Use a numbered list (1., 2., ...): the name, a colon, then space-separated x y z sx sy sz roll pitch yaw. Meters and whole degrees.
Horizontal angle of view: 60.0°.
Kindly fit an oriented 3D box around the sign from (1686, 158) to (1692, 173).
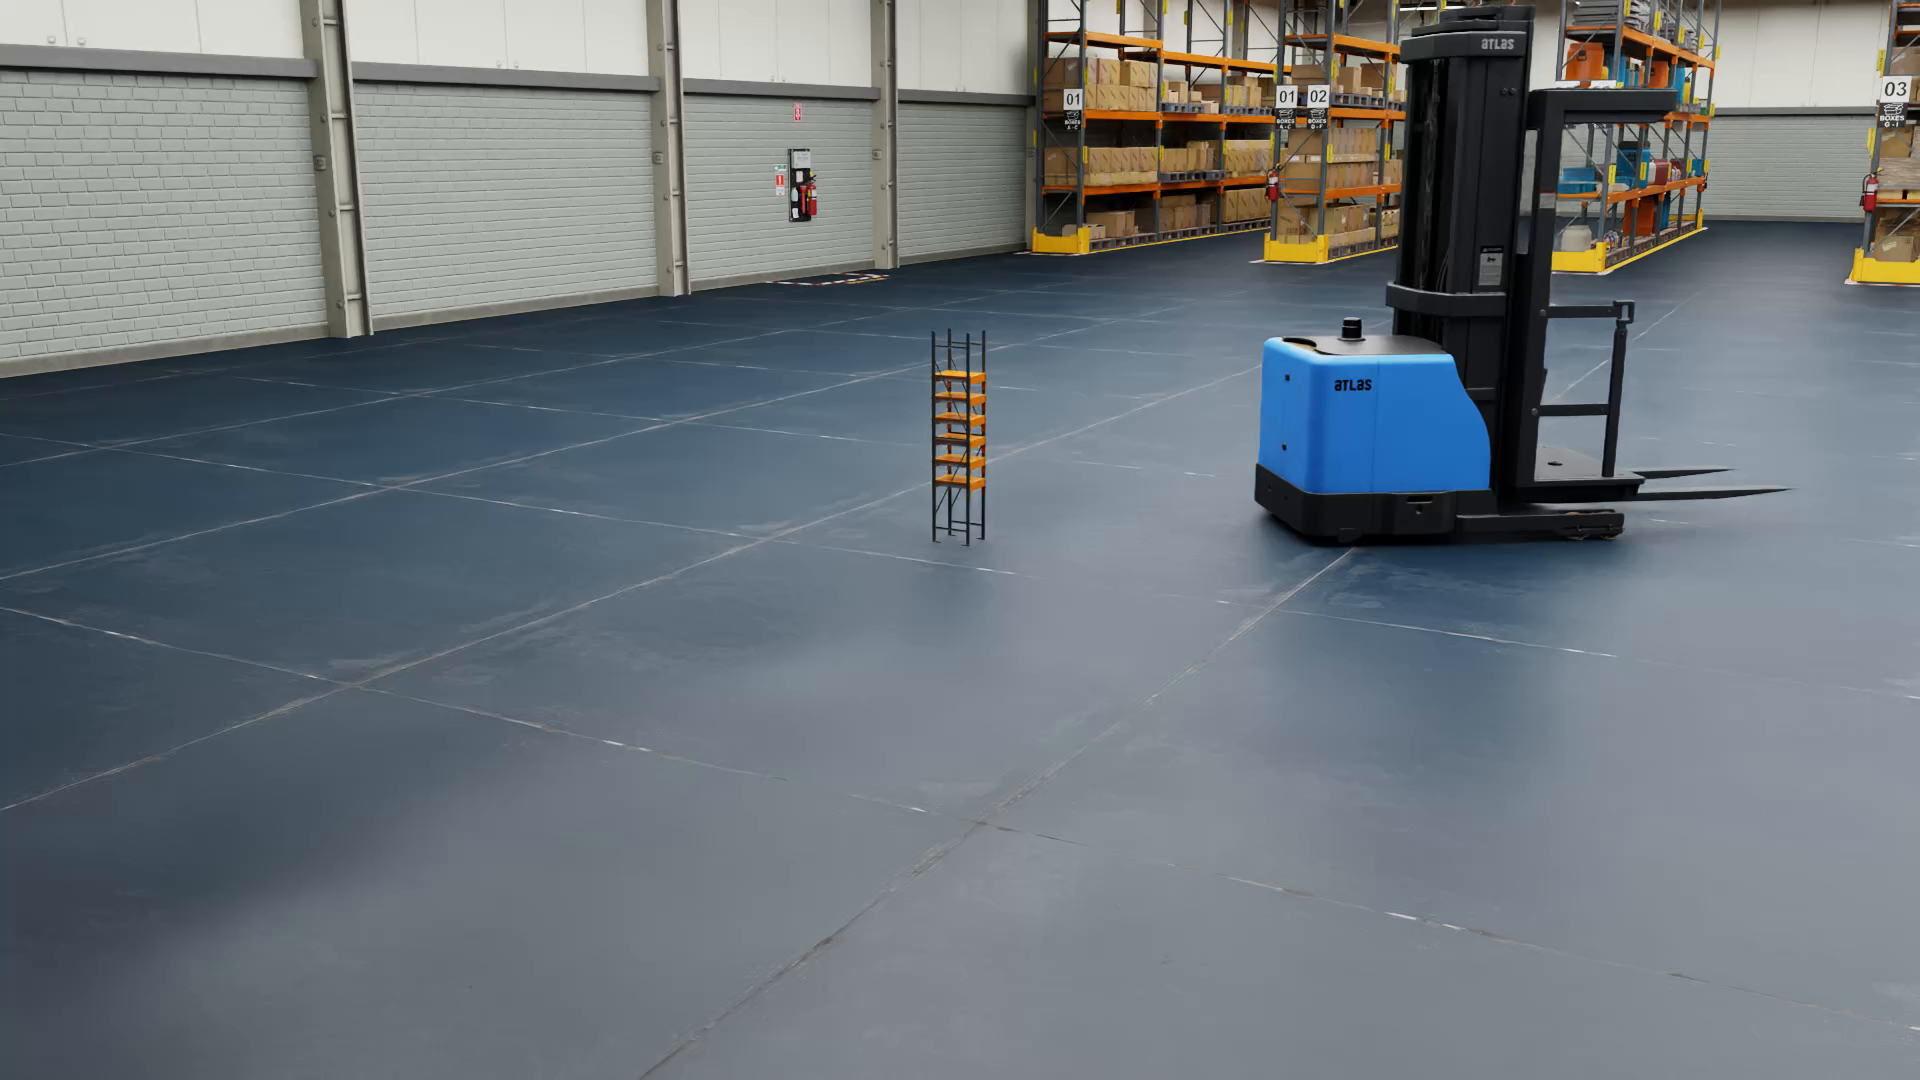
1. sign: 16.959 -8.709 38.667 0.100 0.325 0.005 7 15 28

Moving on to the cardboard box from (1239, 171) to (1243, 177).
1. cardboard box: 6.832 -9.135 41.518 0.380 0.149 0.250 8 16 29

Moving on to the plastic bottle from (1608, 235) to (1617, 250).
1. plastic bottle: 12.221 -5.582 31.161 0.152 0.276 0.135 8 16 29

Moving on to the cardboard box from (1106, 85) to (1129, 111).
1. cardboard box: 3.165 -9.180 34.555 0.500 0.500 0.500 8 16 31

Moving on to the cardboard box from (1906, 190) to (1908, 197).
1. cardboard box: 15.958 -5.781 27.647 0.380 0.149 0.250 7 15 28

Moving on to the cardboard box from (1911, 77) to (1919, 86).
1. cardboard box: 15.103 -7.326 26.588 0.380 0.149 0.250 7 15 26

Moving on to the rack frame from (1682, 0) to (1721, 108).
1. rack frame: 18.413 -12.374 41.660 1.000 3.000 0.127 7 15 28

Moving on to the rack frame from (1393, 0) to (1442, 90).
1. rack frame: 10.211 -11.295 37.183 1.000 3.000 0.127 7 15 28

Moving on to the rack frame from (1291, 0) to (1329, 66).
1. rack frame: 9.740 -13.497 46.316 1.000 3.000 0.127 7 15 28

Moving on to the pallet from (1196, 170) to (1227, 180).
1. pallet: 5.621 -8.687 39.577 1.213 0.211 1.003 7 15 28

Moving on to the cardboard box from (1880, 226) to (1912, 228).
1. cardboard box: 16.719 -5.346 29.746 0.500 0.500 0.500 7 15 26

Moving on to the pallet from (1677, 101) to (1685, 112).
1. pallet: 15.001 -9.329 35.831 1.003 0.211 1.213 7 15 28

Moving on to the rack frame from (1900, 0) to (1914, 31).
1. rack frame: 20.815 -10.992 35.929 1.000 3.000 0.127 7 15 28

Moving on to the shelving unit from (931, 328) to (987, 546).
1. shelving unit: -0.007 -0.580 9.381 0.258 1.200 0.189 7 15 28

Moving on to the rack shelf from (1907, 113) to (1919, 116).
1. rack shelf: 17.914 -7.953 31.259 1.077 0.370 4.000 7 15 28

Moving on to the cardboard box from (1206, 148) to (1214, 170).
1. cardboard box: 5.654 -9.104 39.743 0.700 0.500 0.500 5 15 21

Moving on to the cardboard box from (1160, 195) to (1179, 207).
1. cardboard box: 4.738 -7.832 38.416 0.500 0.250 0.500 7 15 26

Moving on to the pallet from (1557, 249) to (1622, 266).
1. pallet: 11.662 -5.256 30.884 1.003 0.211 1.213 7 15 28

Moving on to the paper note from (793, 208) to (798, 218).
1. paper note: -2.688 -5.349 27.199 0.016 0.148 0.142 7 15 28

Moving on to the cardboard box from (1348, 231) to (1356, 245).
1. cardboard box: 7.524 -5.997 32.979 0.500 0.250 0.500 7 15 28

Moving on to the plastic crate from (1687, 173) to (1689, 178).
1. plastic crate: 17.378 -8.901 40.179 0.437 0.282 0.530 7 15 28

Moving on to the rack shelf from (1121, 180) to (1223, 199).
1. rack shelf: 4.906 -8.179 38.594 1.077 0.370 4.000 7 15 28

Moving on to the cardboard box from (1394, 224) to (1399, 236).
1. cardboard box: 9.185 -6.691 35.859 0.500 0.250 0.500 7 15 26

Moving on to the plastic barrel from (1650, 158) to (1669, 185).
1. plastic barrel: 14.586 -7.753 35.002 0.600 0.536 0.708 7 15 28

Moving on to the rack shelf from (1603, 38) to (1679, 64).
1. rack shelf: 13.578 -9.778 33.282 1.077 0.370 4.000 7 15 28

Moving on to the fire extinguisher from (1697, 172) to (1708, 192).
1. fire extinguisher: 18.883 -9.218 42.331 0.296 0.674 0.183 7 15 28

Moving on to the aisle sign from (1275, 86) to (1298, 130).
1. aisle sign: 6.055 -8.021 30.856 0.394 0.787 0.004 7 15 28

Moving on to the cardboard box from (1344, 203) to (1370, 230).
1. cardboard box: 7.992 -6.569 33.750 0.500 0.500 0.500 7 15 28

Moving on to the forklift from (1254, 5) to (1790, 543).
1. forklift: 3.369 -1.542 9.675 3.031 2.935 1.130 -2 14 -7

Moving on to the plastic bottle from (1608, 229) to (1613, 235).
1. plastic bottle: 12.426 -5.773 31.795 0.144 0.351 0.185 7 15 28

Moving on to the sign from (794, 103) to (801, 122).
1. sign: -2.633 -6.942 26.983 0.001 0.298 0.199 7 15 28

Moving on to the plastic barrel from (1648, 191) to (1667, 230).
1. plastic barrel: 15.859 -7.566 38.099 0.600 0.901 0.708 7 15 28

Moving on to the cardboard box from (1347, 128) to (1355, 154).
1. cardboard box: 7.340 -7.836 32.657 0.700 0.500 0.500 7 15 28

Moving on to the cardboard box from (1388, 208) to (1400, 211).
1. cardboard box: 9.437 -7.070 36.233 0.500 0.311 0.500 8 16 30

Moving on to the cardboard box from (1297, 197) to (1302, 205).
1. cardboard box: 9.005 -9.208 45.766 0.700 0.500 0.500 7 15 26

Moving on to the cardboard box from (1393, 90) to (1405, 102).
1. cardboard box: 9.255 -9.533 35.698 0.500 0.250 0.500 6 15 23

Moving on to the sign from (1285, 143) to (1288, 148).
1. sign: 9.257 -11.104 47.175 0.100 0.325 0.005 7 15 28

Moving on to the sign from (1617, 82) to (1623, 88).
1. sign: 11.157 -7.574 28.133 0.100 0.325 0.005 7 15 28

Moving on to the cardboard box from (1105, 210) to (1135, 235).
1. cardboard box: 3.472 -6.899 36.147 0.500 0.500 0.500 6 15 24

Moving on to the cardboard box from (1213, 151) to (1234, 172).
1. cardboard box: 6.331 -9.213 40.456 0.500 0.500 0.500 8 16 30

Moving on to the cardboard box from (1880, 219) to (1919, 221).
1. cardboard box: 18.050 -5.882 31.926 0.700 0.500 0.500 9 16 33

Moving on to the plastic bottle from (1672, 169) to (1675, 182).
1. plastic bottle: 16.086 -8.253 37.632 0.152 0.276 0.135 7 15 28

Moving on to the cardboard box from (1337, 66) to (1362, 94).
1. cardboard box: 7.386 -8.826 31.934 0.500 0.500 0.500 7 15 28

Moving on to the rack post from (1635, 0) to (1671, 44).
1. rack post: 13.488 -10.423 33.141 1.013 1.000 3.121 7 15 28

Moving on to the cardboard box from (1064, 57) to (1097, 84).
1. cardboard box: 2.404 -9.352 33.134 0.500 0.500 0.500 6 15 24

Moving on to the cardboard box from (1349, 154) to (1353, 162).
1. cardboard box: 7.465 -7.472 32.531 0.380 0.149 0.250 8 15 29

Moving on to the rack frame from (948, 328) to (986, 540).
1. rack frame: 0.037 -0.599 9.458 0.240 1.200 0.006 7 15 28

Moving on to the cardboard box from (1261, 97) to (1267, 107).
1. cardboard box: 7.932 -11.565 43.913 0.500 0.250 0.500 8 15 29

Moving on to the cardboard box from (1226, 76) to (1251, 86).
1. cardboard box: 7.012 -11.564 41.949 0.500 0.250 0.500 7 15 26

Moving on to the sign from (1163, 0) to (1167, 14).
1. sign: 4.405 -11.462 35.715 0.100 0.325 0.005 7 15 28

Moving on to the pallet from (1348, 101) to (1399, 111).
1. pallet: 8.692 -9.105 34.910 0.805 0.209 1.217 7 15 26

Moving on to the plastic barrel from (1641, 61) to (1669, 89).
1. plastic barrel: 14.822 -9.804 35.586 0.600 0.830 0.708 7 15 28

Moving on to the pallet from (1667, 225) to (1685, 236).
1. pallet: 16.800 -7.437 39.930 1.003 0.211 1.213 7 15 28

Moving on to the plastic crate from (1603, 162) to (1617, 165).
1. plastic crate: 13.496 -7.551 34.317 0.402 0.464 0.583 7 15 28

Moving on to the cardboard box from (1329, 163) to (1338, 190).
1. cardboard box: 6.830 -6.988 31.907 0.700 0.500 0.500 8 16 29

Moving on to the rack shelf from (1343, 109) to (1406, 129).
1. rack shelf: 9.244 -9.077 35.917 1.077 0.370 4.000 7 15 28
